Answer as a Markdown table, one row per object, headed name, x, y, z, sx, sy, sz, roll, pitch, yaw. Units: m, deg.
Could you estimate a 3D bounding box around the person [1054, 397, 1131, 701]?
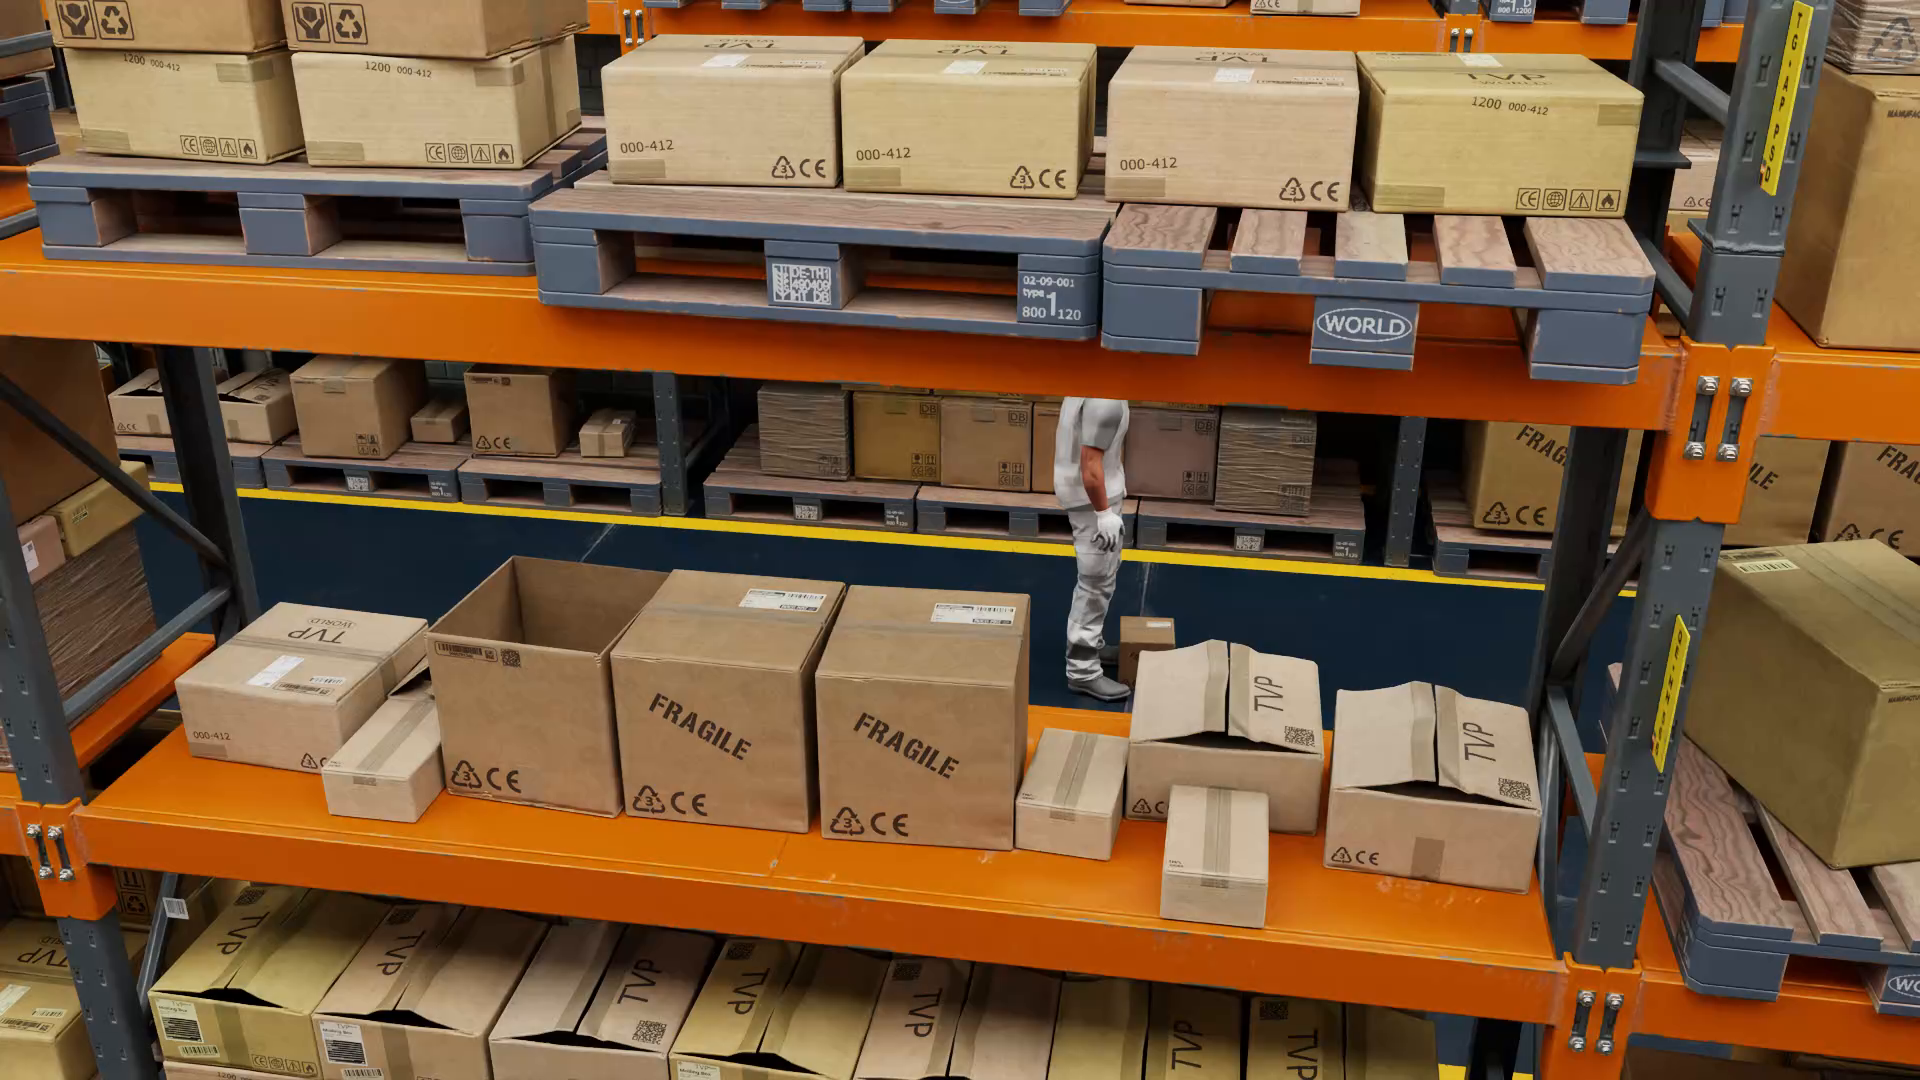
| name | x | y | z | sx | sy | sz | roll | pitch | yaw |
| --- | --- | --- | --- | --- | --- | --- | --- | --- | --- |
| person | 0.641 | -0.190 | 7.439 | 0.448 | 1.780 | 0.623 | 3 | 25 | 7 |
